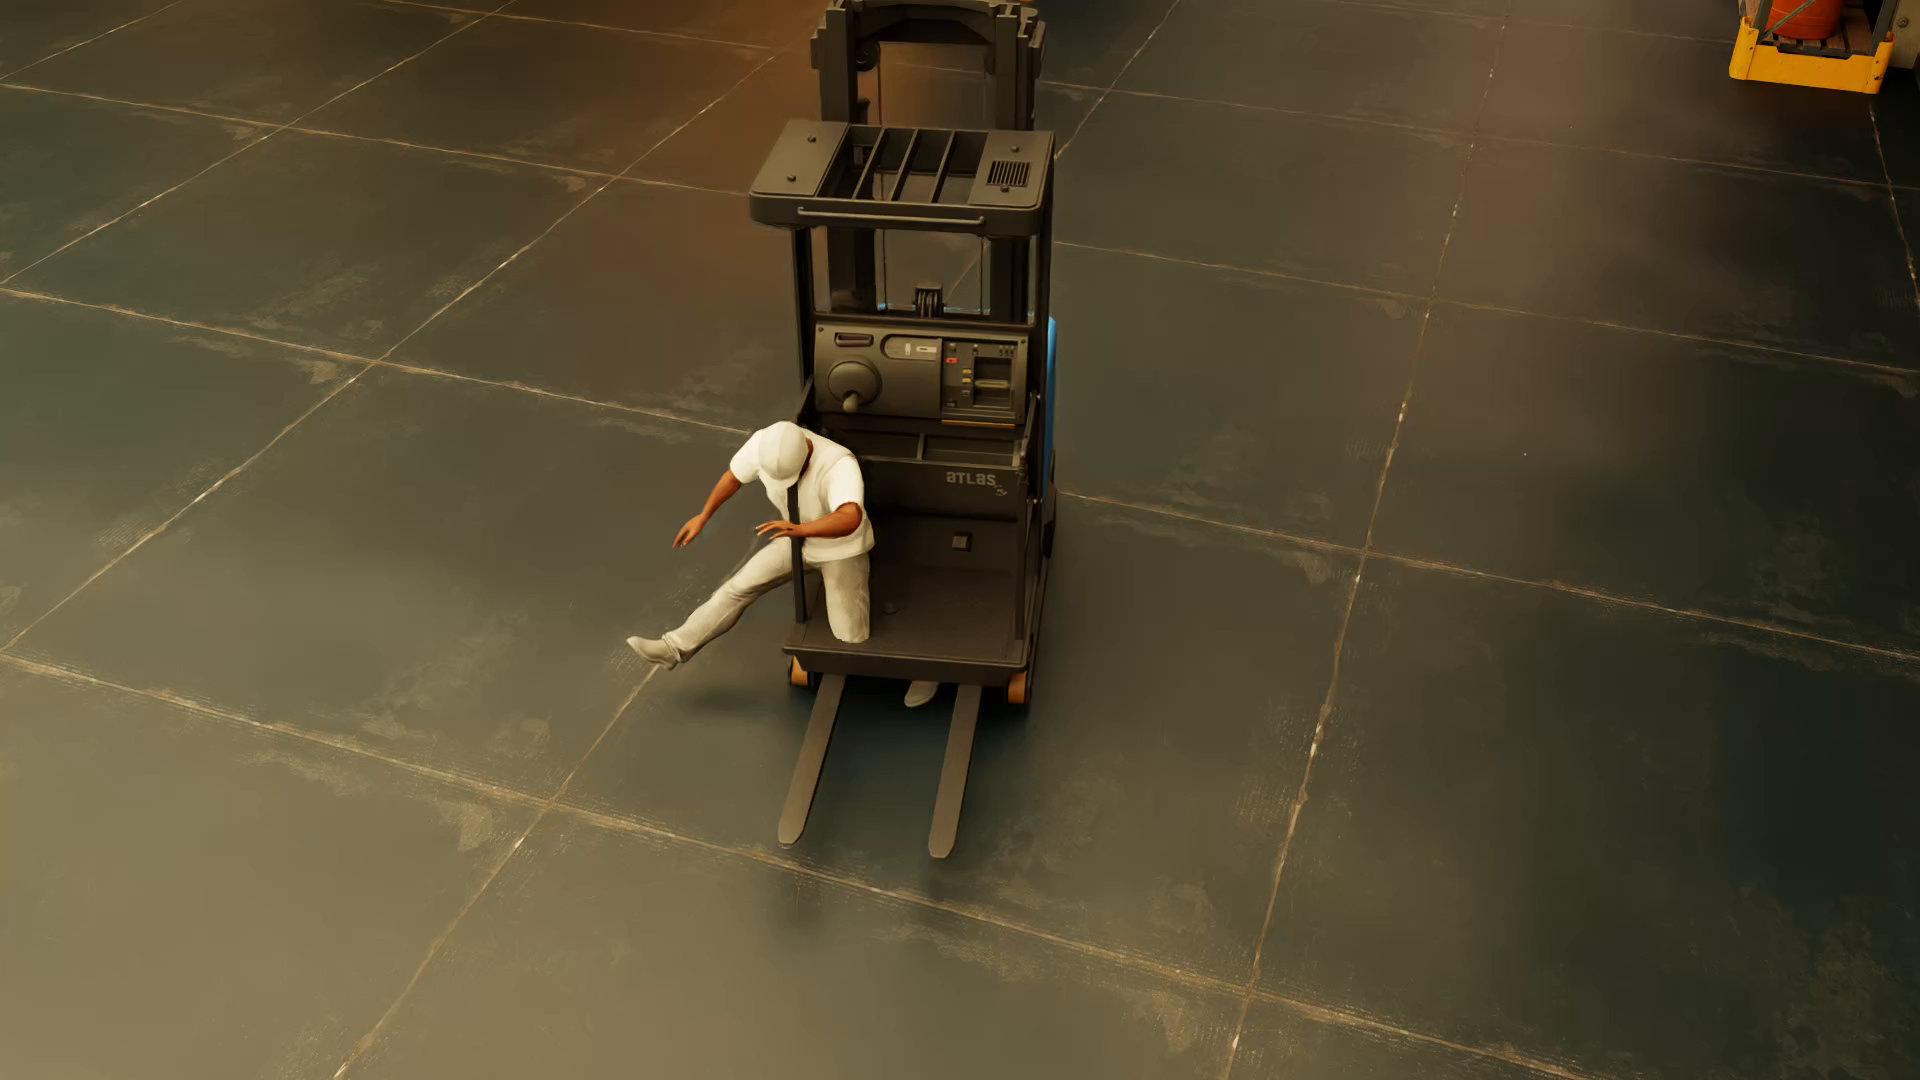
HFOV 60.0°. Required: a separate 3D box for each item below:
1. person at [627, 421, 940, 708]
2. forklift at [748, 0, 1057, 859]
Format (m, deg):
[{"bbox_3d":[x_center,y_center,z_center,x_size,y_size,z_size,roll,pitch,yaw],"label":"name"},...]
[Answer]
[{"bbox_3d":[-0.765,0.104,7.288,1.059,1.439,1.121,30,45,35],"label":"person"},{"bbox_3d":[-0.194,-0.661,7.043,1.130,2.935,3.031,4,36,6],"label":"forklift"}]
